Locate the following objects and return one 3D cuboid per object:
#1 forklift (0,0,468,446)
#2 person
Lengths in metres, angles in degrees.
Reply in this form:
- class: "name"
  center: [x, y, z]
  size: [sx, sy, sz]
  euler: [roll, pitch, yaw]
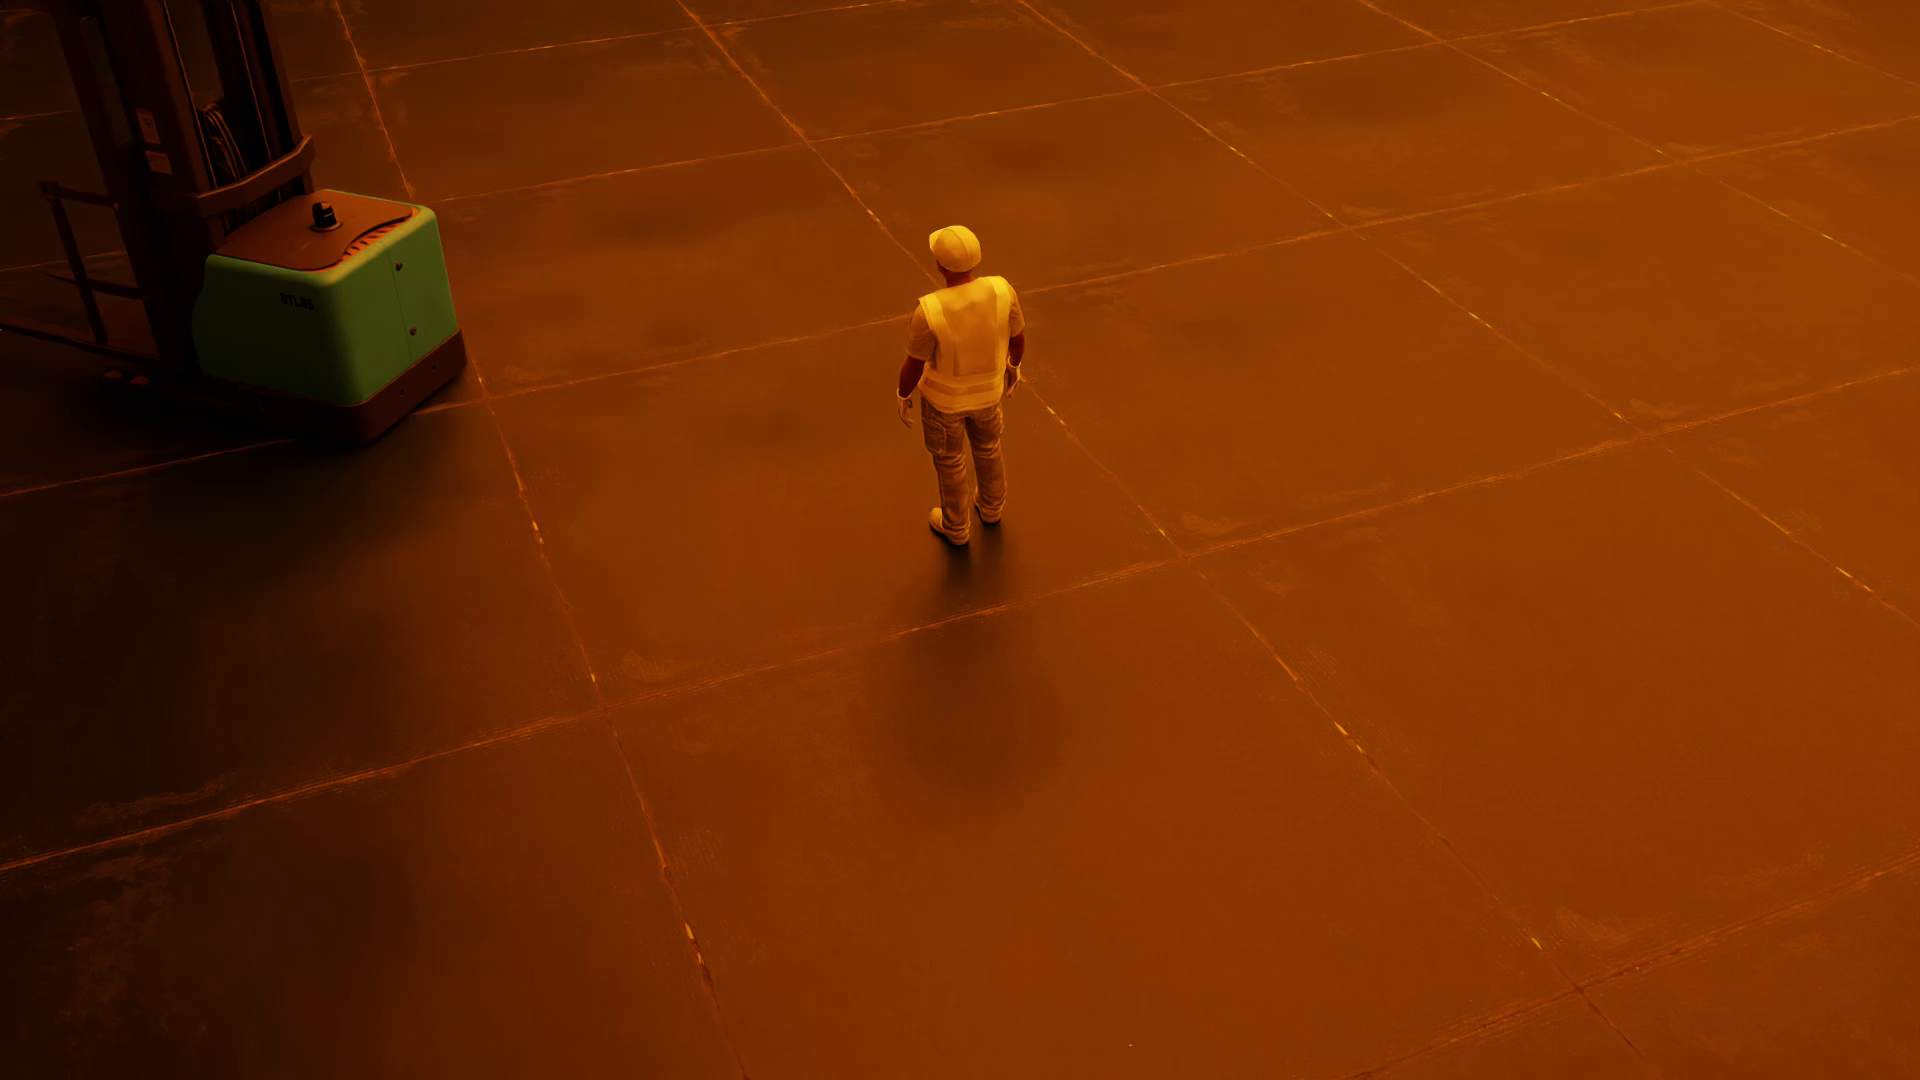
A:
- class: "forklift"
  center: [-4.529, -2.255, 9.270]
  size: [3.031, 2.935, 1.130]
  euler: [13, 37, 17]
- class: "person"
  center: [-0.020, -0.773, 8.163]
  size: [0.656, 1.782, 0.577]
  euler: [-14, 38, -19]
